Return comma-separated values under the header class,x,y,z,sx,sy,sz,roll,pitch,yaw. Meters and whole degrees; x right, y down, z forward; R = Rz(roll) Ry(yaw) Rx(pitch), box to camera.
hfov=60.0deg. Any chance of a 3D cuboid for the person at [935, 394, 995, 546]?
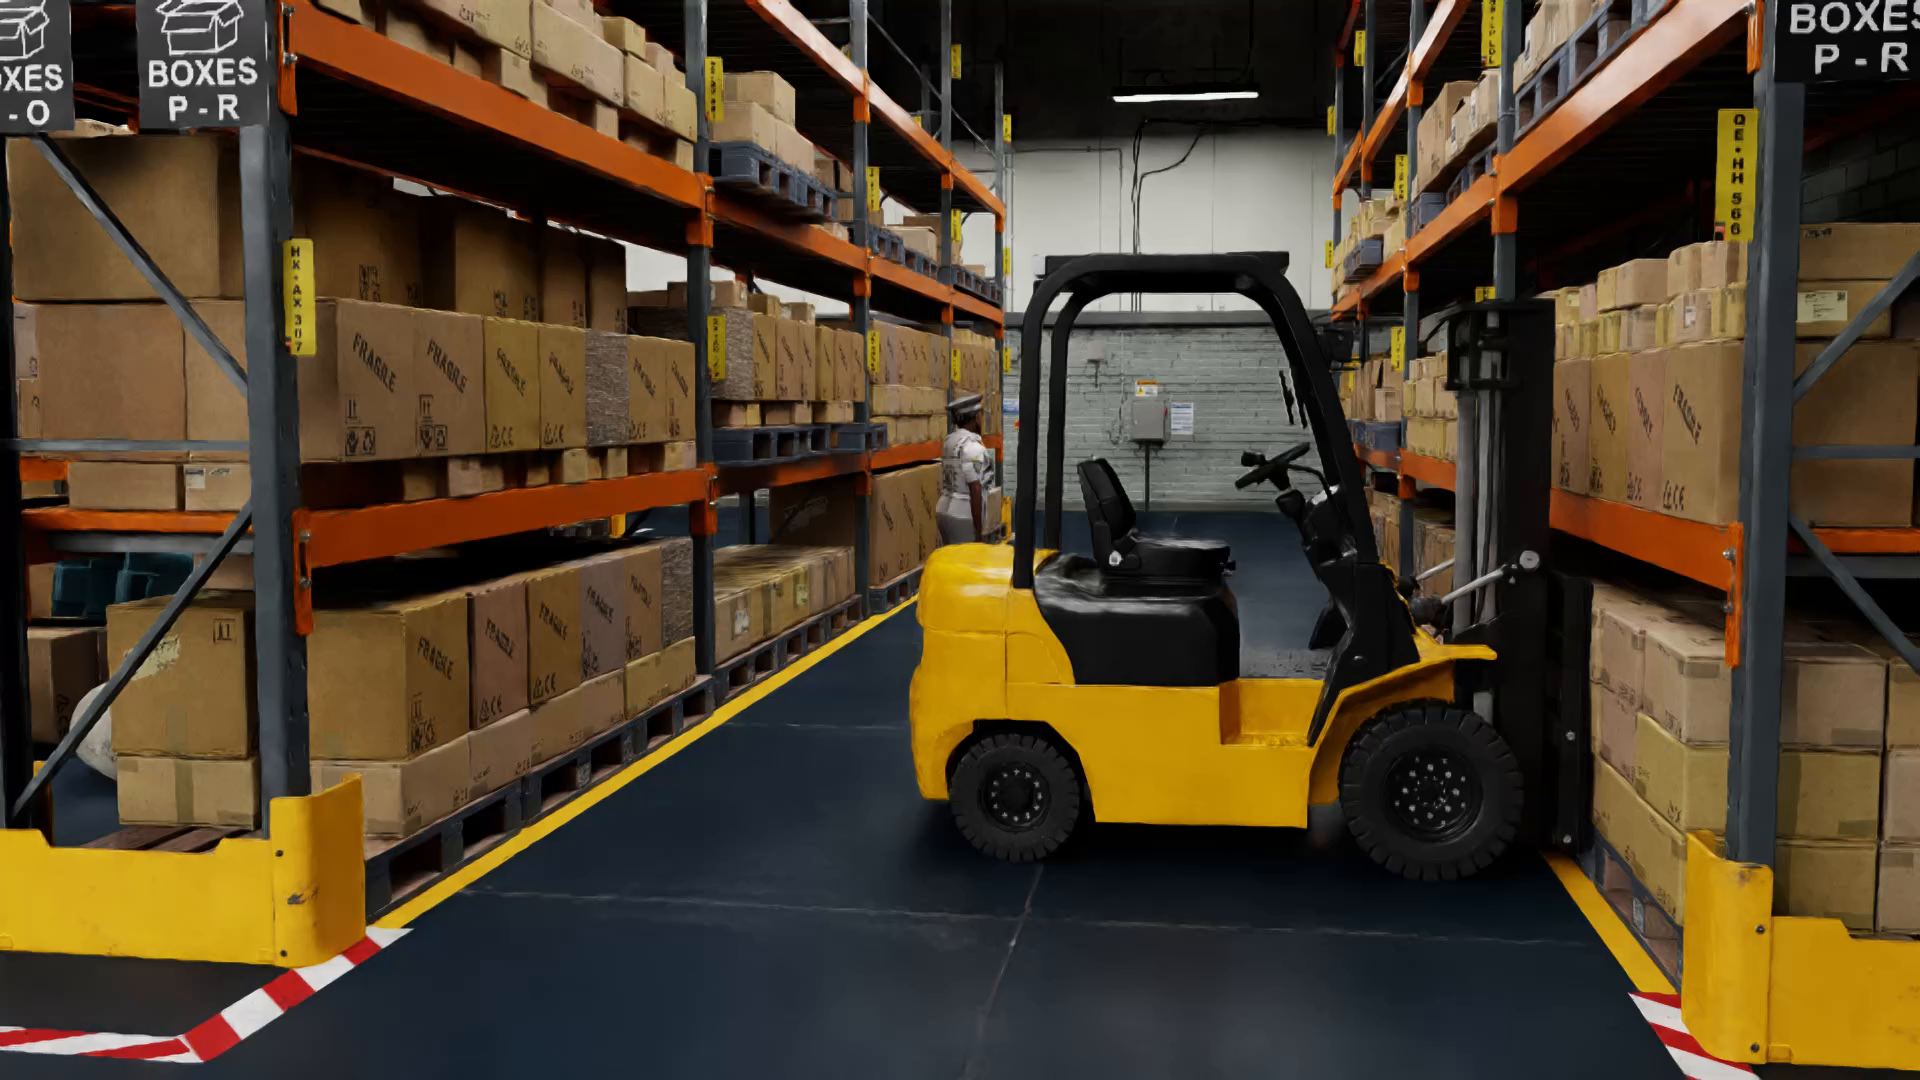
class,x,y,z,sx,sy,sz,roll,pitch,yaw
person,0.076,-0.098,10.707,0.430,1.685,0.519,-2,5,-20
